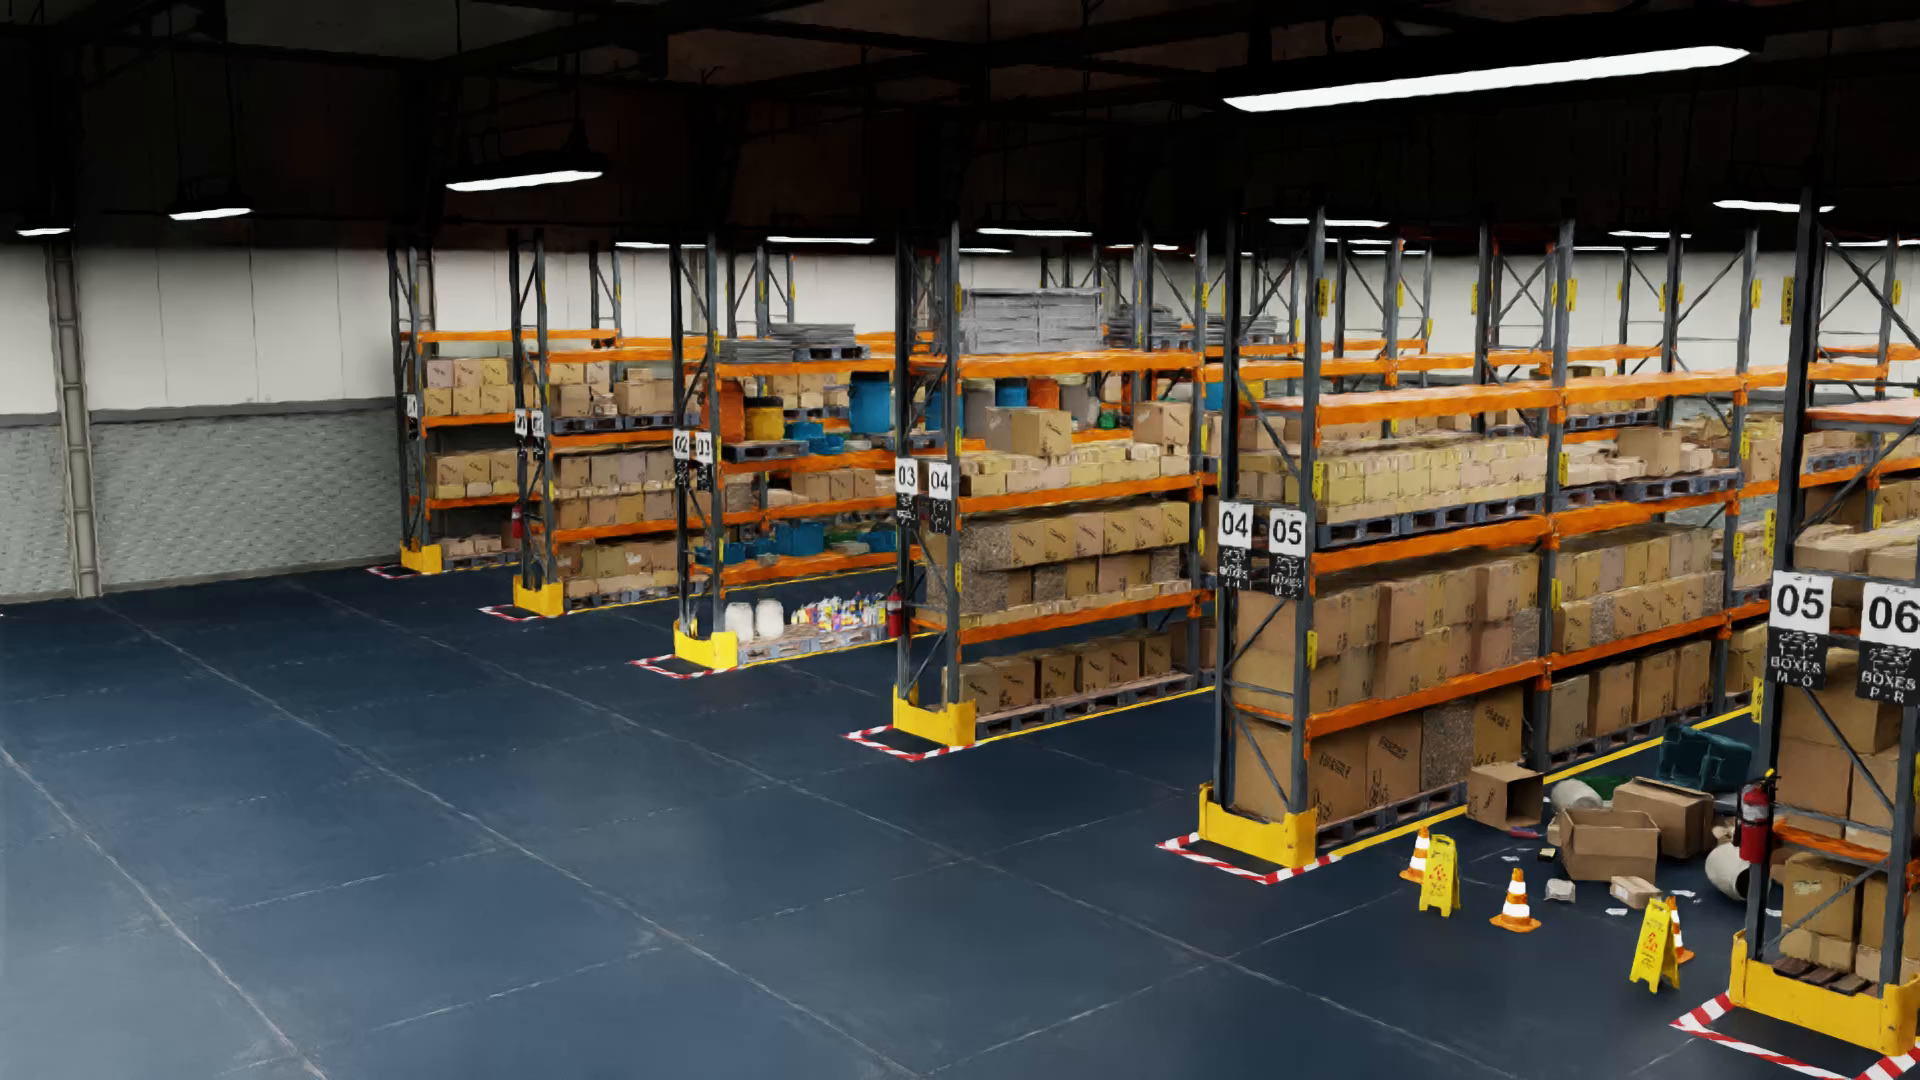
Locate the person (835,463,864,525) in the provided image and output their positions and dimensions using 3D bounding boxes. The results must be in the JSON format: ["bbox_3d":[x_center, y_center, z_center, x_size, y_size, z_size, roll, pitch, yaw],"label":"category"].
[{"bbox_3d":[-2.264,-0.812,33.682,0.998,1.620,0.463,-8,12,-41],"label":"person"}]
